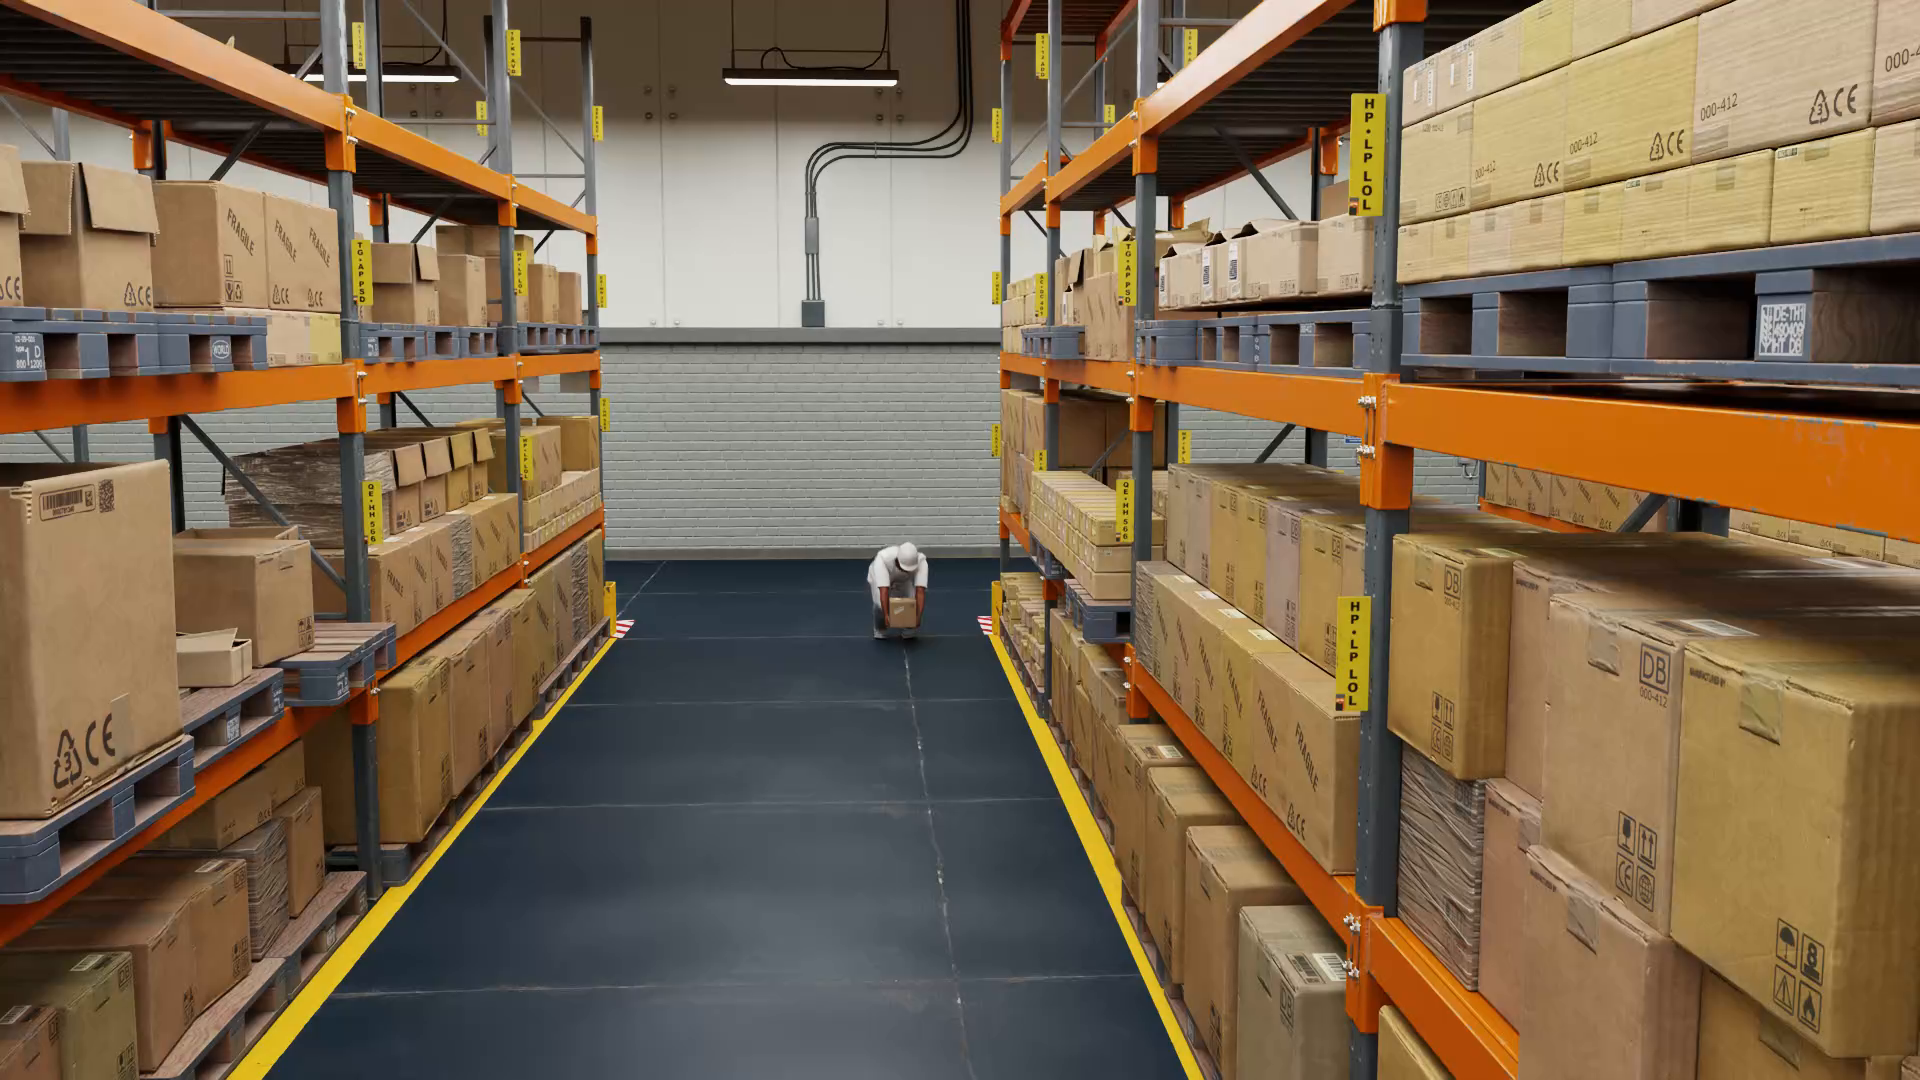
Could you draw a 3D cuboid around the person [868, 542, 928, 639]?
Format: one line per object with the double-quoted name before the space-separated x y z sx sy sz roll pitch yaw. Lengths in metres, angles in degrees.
"person" -0.599 0.484 16.297 0.532 1.011 0.924 -2 7 -14
